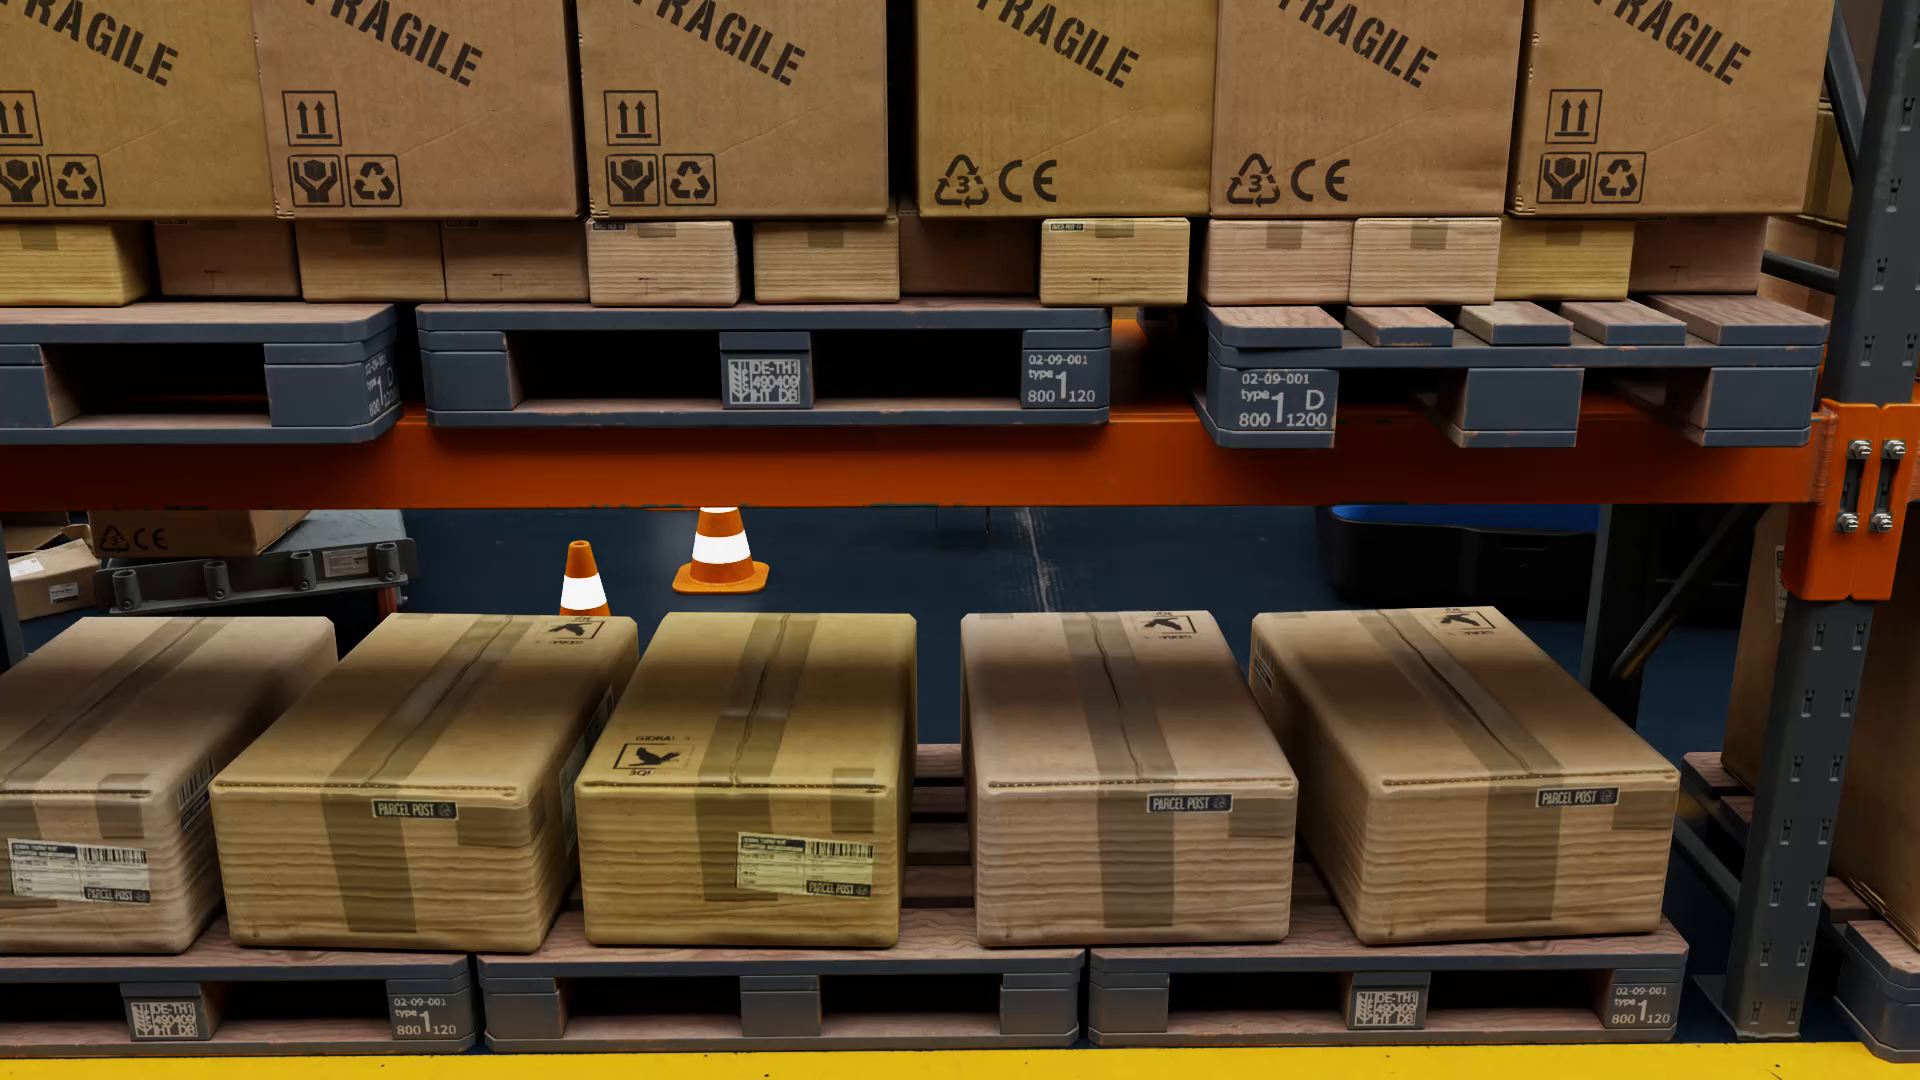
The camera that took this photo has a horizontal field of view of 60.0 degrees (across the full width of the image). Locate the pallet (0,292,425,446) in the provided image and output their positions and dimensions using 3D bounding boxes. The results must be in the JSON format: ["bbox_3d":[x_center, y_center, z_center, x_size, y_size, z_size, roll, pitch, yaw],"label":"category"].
[{"bbox_3d":[-1.600,-0.411,3.234,1.213,0.211,1.003,0,18,-1],"label":"pallet"}]

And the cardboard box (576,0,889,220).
[{"bbox_3d":[-0.384,-0.854,2.961,0.500,0.500,0.500,-1,18,-3],"label":"cardboard box"}]

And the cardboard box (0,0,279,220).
[{"bbox_3d":[-1.392,-0.850,2.949,0.500,0.500,0.500,0,18,-1],"label":"cardboard box"}]

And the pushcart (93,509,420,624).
[{"bbox_3d":[-2.452,0.009,5.902,0.936,0.377,1.648,-7,19,-20],"label":"pushcart"}]

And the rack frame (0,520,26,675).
[{"bbox_3d":[-2.366,-0.544,3.331,0.127,3.000,1.000,0,18,-1],"label":"rack frame"}]

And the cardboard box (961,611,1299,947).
[{"bbox_3d":[0.330,0.494,3.711,0.625,0.372,0.950,-1,18,-2],"label":"cardboard box"}]

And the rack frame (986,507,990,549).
[{"bbox_3d":[0.110,-0.429,6.412,0.006,0.900,0.240,0,18,-1],"label":"rack frame"}]

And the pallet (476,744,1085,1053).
[{"bbox_3d":[-0.365,0.773,3.792,1.213,0.211,1.003,0,18,-1],"label":"pallet"}]

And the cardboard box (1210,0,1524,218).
[{"bbox_3d":[0.666,-0.859,2.977,0.500,0.500,0.500,-1,18,-2],"label":"cardboard box"}]

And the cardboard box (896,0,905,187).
[{"bbox_3d":[0.128,-1.011,3.451,0.500,0.500,0.500,0,18,0],"label":"cardboard box"}]

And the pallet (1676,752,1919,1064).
[{"bbox_3d":[2.423,0.784,3.758,1.213,0.211,1.003,0,18,-1],"label":"pallet"}]

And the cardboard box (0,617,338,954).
[{"bbox_3d":[-1.842,0.504,3.679,0.625,0.372,0.950,0,18,0],"label":"cardboard box"}]

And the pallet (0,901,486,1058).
[{"bbox_3d":[-1.588,0.780,3.770,1.213,0.211,1.003,0,18,-1],"label":"pallet"}]

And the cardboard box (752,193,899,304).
[{"bbox_3d":[-0.239,-0.538,3.038,0.250,0.149,0.380,-1,18,-3],"label":"cardboard box"}]

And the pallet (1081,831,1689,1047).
[{"bbox_3d":[0.852,0.768,3.807,1.213,0.211,1.003,0,18,-1],"label":"pallet"}]

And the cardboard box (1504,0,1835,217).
[{"bbox_3d":[1.183,-0.865,2.995,0.500,0.500,0.500,-1,18,-2],"label":"cardboard box"}]

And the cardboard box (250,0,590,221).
[{"bbox_3d":[-0.898,-0.848,2.943,0.500,0.500,0.500,0,18,-1],"label":"cardboard box"}]

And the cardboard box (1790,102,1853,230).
[{"bbox_3d":[2.114,-0.809,3.587,0.500,0.250,0.500,0,18,-1],"label":"cardboard box"}]

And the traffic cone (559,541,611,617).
[{"bbox_3d":[-1.148,0.231,5.070,0.334,0.463,0.336,0,18,-1],"label":"traffic cone"}]

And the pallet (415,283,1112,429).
[{"bbox_3d":[-0.345,-0.449,3.352,1.213,0.211,1.003,0,18,-1],"label":"pallet"}]

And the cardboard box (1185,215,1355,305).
[{"bbox_3d":[0.539,-0.533,3.021,0.250,0.149,0.380,-1,18,-3],"label":"cardboard box"}]

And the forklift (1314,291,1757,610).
[{"bbox_3d":[2.858,-1.250,5.646,3.031,2.935,1.130,3,18,9],"label":"forklift"}]

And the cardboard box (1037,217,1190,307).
[{"bbox_3d":[0.264,-0.527,3.004,0.250,0.149,0.380,0,18,0],"label":"cardboard box"}]

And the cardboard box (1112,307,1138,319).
[{"bbox_3d":[0.844,-1.227,8.459,0.750,0.750,1.050,-1,18,-2],"label":"cardboard box"}]

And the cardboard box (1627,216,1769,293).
[{"bbox_3d":[1.309,-0.570,3.137,0.250,0.149,0.380,0,18,1],"label":"cardboard box"}]

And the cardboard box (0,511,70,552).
[{"bbox_3d":[-3.715,-0.189,6.091,0.503,0.637,0.797,0,18,-1],"label":"cardboard box"}]

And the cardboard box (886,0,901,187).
[{"bbox_3d":[-0.372,-1.011,3.451,0.500,0.500,0.500,-1,18,-3],"label":"cardboard box"}]

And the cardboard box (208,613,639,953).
[{"bbox_3d":[-1.123,0.500,3.693,0.625,0.372,0.950,1,18,3],"label":"cardboard box"}]

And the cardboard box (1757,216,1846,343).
[{"bbox_3d":[2.135,-0.573,3.669,0.500,0.250,0.500,-1,18,-3],"label":"cardboard box"}]

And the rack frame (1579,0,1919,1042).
[{"bbox_3d":[1.633,-0.563,3.391,0.127,3.000,1.000,0,18,-1],"label":"rack frame"}]

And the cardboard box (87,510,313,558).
[{"bbox_3d":[-2.424,-0.257,5.292,0.500,0.500,0.500,0,18,-1],"label":"cardboard box"}]

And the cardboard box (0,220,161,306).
[{"bbox_3d":[-1.559,-0.529,3.008,0.250,0.149,0.380,0,18,0],"label":"cardboard box"}]

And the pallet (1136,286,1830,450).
[{"bbox_3d":[0.922,-0.436,3.309,1.003,0.211,1.213,0,18,-1],"label":"pallet"}]

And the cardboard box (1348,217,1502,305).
[{"bbox_3d":[0.791,-0.531,3.017,0.250,0.149,0.380,0,18,-1],"label":"cardboard box"}]

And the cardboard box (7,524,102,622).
[{"bbox_3d":[-3.215,0.107,5.780,0.396,0.266,0.258,-15,23,-39],"label":"cardboard box"}]

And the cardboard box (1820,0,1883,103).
[{"bbox_3d":[2.146,-1.169,3.480,0.500,0.500,0.500,-1,18,-2],"label":"cardboard box"}]

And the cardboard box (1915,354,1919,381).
[{"bbox_3d":[2.127,-0.417,3.182,0.500,0.250,0.500,-1,18,-2],"label":"cardboard box"}]

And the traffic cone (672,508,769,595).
[{"bbox_3d":[-0.874,-0.076,6.027,0.334,0.463,0.336,0,18,-1],"label":"traffic cone"}]

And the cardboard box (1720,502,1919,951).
[{"bbox_3d":[2.325,0.271,3.583,0.875,0.875,0.875,0,18,-1],"label":"cardboard box"}]

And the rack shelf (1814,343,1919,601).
[{"bbox_3d":[3.633,-0.230,3.531,4.000,0.370,1.077,0,18,-1],"label":"rack shelf"}]

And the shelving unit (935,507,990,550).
[{"bbox_3d":[0.008,-0.429,6.410,0.210,0.900,0.258,0,18,-1],"label":"shelving unit"}]

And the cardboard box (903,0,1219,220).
[{"bbox_3d":[0.162,-0.856,2.968,0.500,0.500,0.500,-1,18,-5],"label":"cardboard box"}]

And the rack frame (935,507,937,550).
[{"bbox_3d":[-0.094,-0.428,6.409,0.006,0.900,0.240,0,18,-1],"label":"rack frame"}]

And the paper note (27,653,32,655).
[{"bbox_3d":[-2.923,0.352,5.401,0.142,0.019,0.148,0,18,-1],"label":"paper note"}]

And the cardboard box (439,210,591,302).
[{"bbox_3d":[-0.772,-0.542,3.051,0.250,0.149,0.380,0,18,0],"label":"cardboard box"}]

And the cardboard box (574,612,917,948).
[{"bbox_3d":[-0.428,0.496,3.705,0.625,0.372,0.950,0,18,1],"label":"cardboard box"}]

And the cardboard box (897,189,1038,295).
[{"bbox_3d":[0.011,-0.564,3.120,0.250,0.149,0.380,0,18,0],"label":"cardboard box"}]

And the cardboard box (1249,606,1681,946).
[{"bbox_3d":[1.068,0.488,3.730,0.625,0.372,0.950,-1,18,-5],"label":"cardboard box"}]

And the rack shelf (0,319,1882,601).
[{"bbox_3d":[-0.366,-0.211,3.471,4.000,0.370,1.077,0,18,-1],"label":"rack shelf"}]

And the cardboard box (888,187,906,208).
[{"bbox_3d":[-0.049,-0.687,3.502,0.250,0.149,0.380,0,18,1],"label":"cardboard box"}]

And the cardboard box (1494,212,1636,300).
[{"bbox_3d":[1.042,-0.546,3.064,0.250,0.149,0.380,0,18,0],"label":"cardboard box"}]

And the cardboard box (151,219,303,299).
[{"bbox_3d":[-1.277,-0.553,3.086,0.250,0.149,0.380,1,18,3],"label":"cardboard box"}]

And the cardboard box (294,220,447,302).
[{"bbox_3d":[-1.019,-0.542,3.050,0.250,0.149,0.380,0,18,0],"label":"cardboard box"}]

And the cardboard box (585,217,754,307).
[{"bbox_3d":[-0.505,-0.528,3.006,0.250,0.149,0.380,0,18,1],"label":"cardboard box"}]

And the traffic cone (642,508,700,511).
[{"bbox_3d":[-1.181,-0.392,7.013,0.334,0.463,0.336,0,18,-1],"label":"traffic cone"}]
